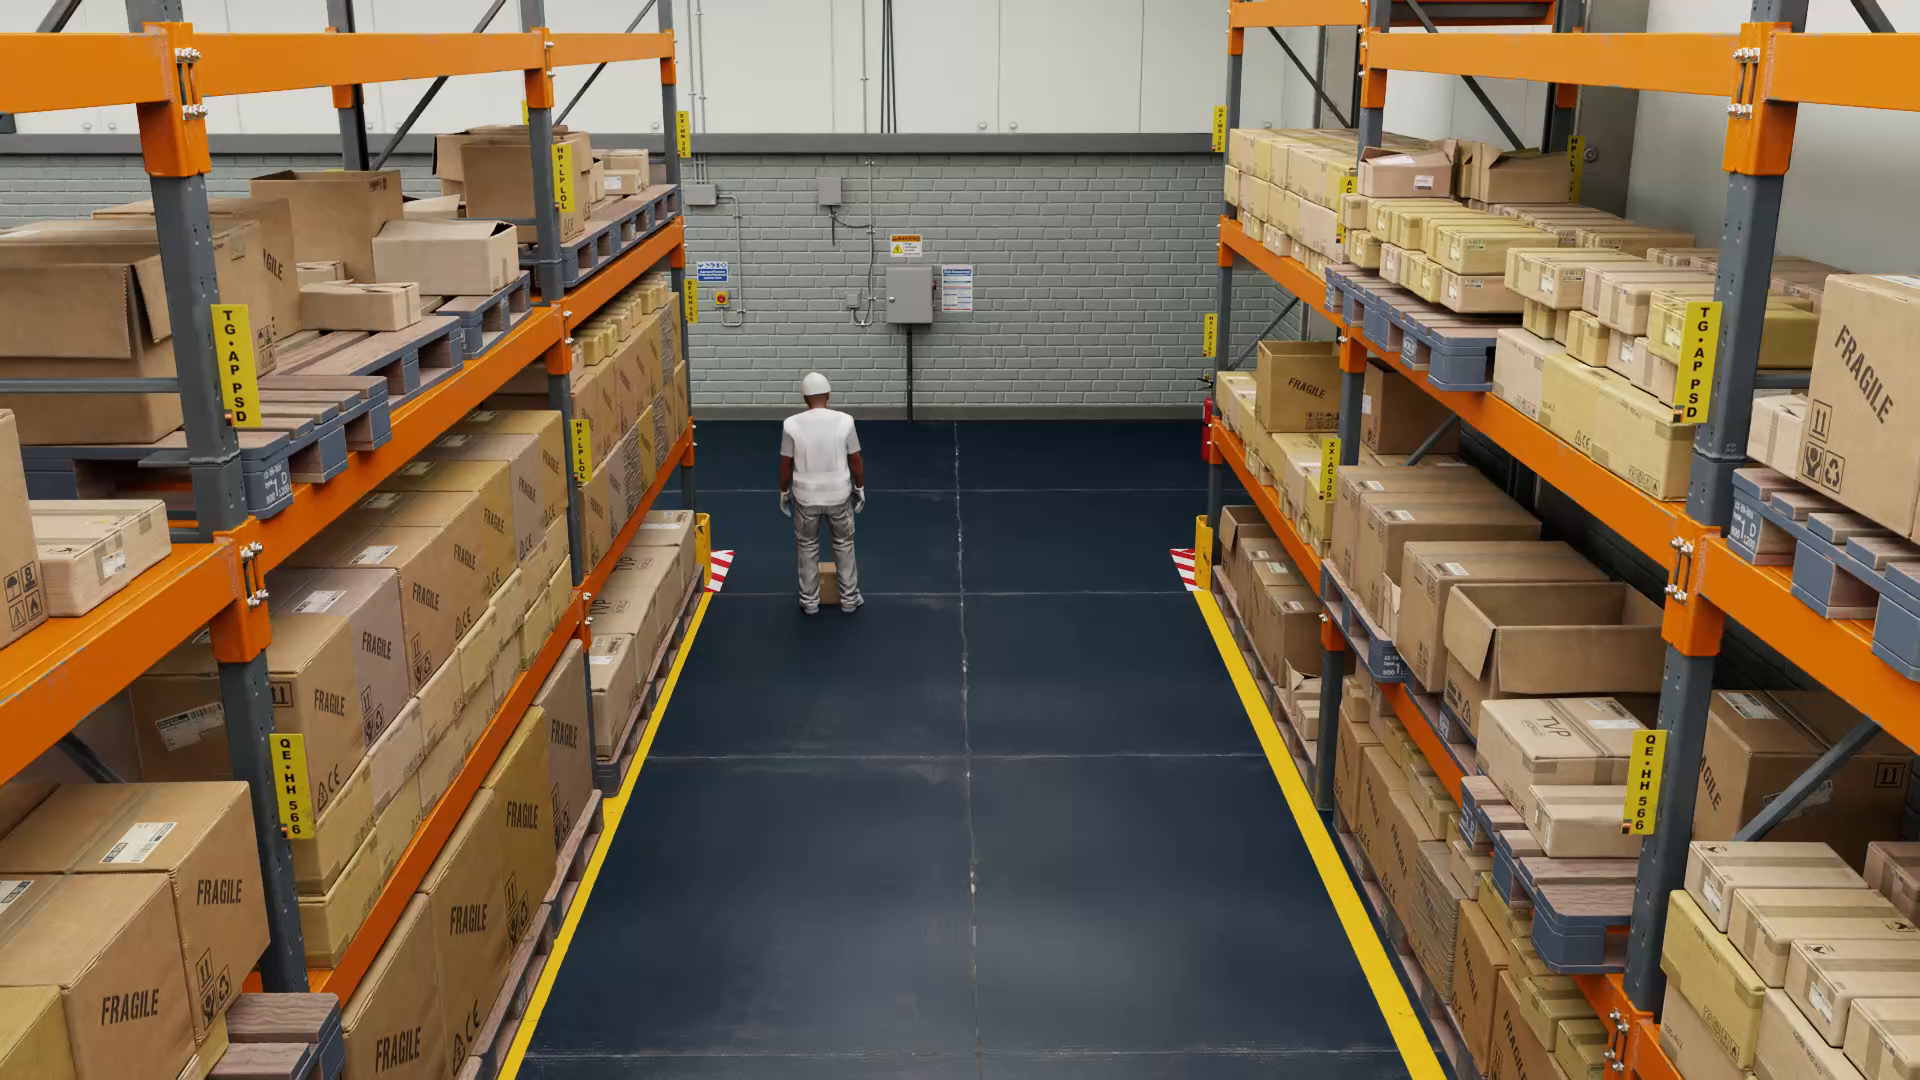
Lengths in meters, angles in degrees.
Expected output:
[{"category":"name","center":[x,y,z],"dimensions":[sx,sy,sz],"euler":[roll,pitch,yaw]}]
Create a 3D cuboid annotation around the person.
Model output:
[{"category":"person","center":[-1.004,-0.334,12.122],"dimensions":[0.619,1.772,0.450],"euler":[-2,17,-6]}]
